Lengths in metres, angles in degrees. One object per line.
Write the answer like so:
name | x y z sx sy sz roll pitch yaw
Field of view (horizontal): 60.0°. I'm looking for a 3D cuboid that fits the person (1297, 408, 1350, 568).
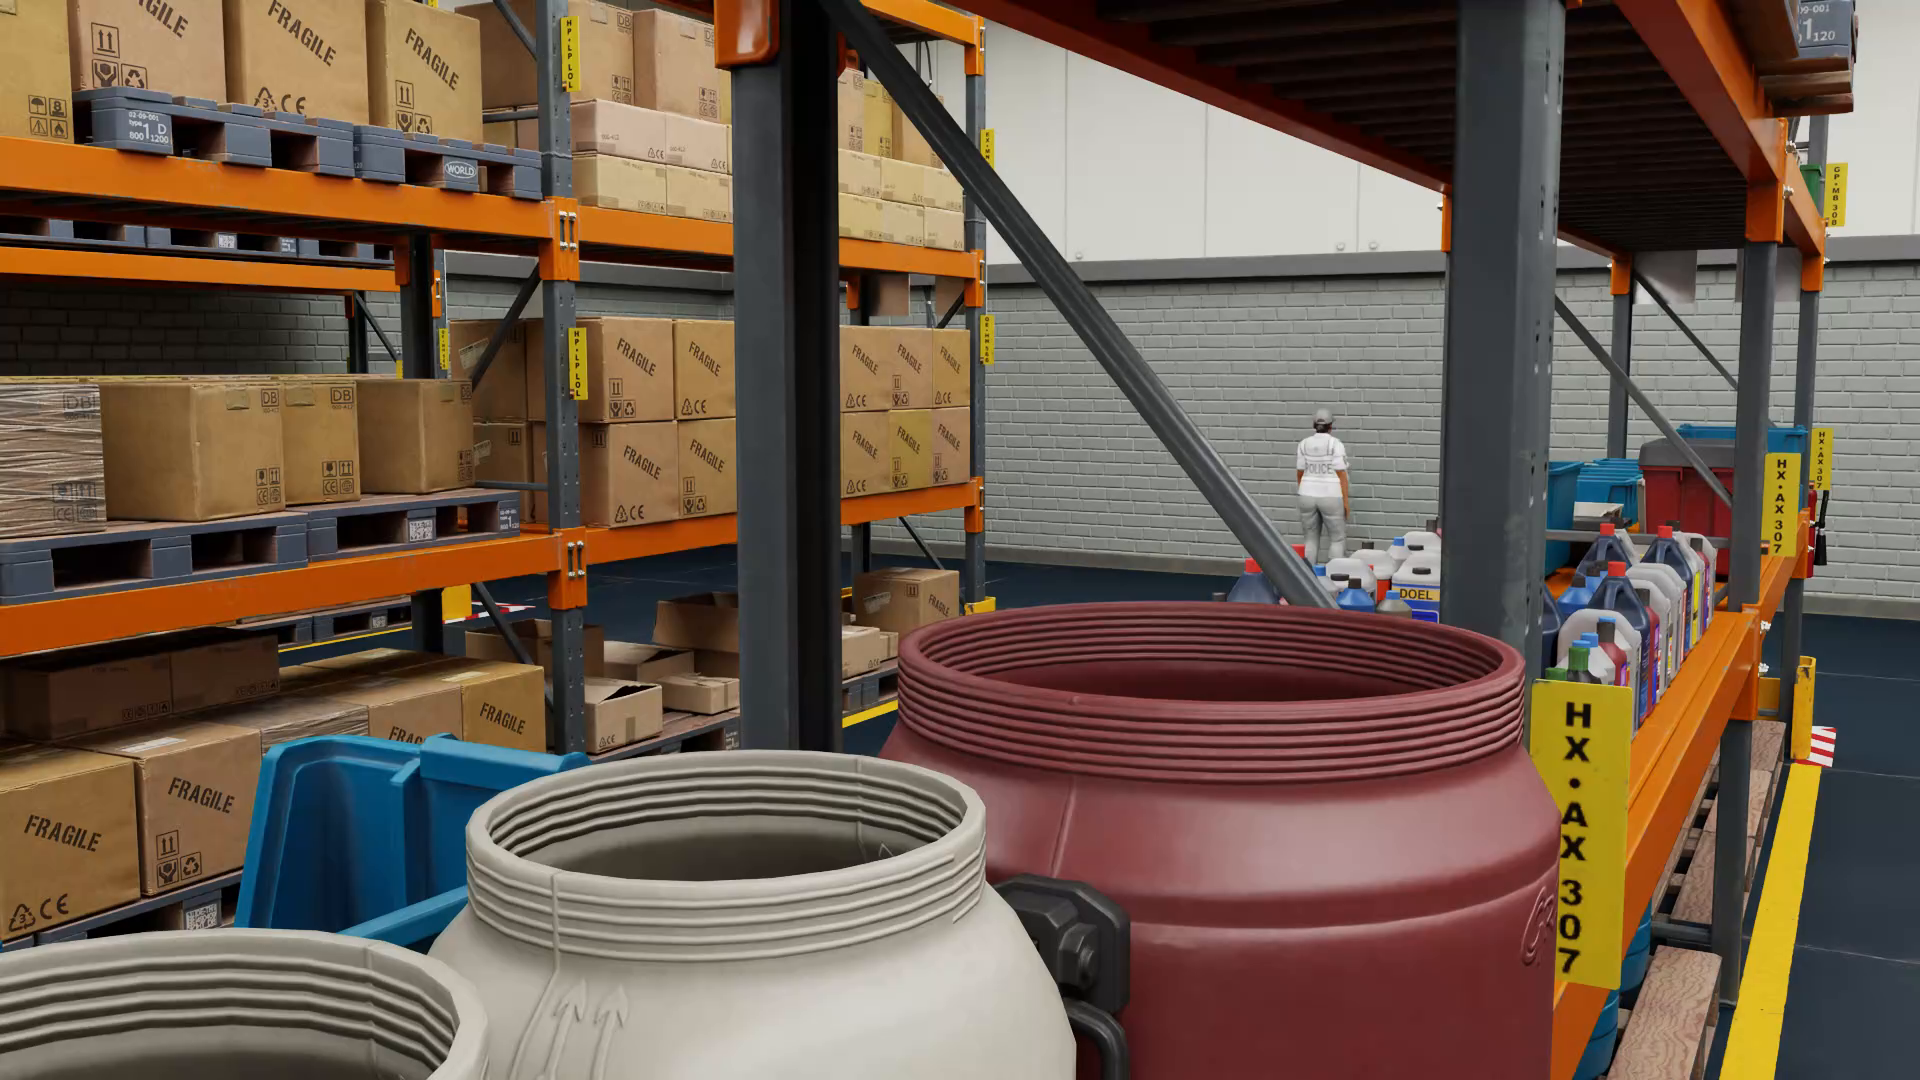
person | 3.239 -0.333 14.799 0.492 1.678 0.414 5 8 38
